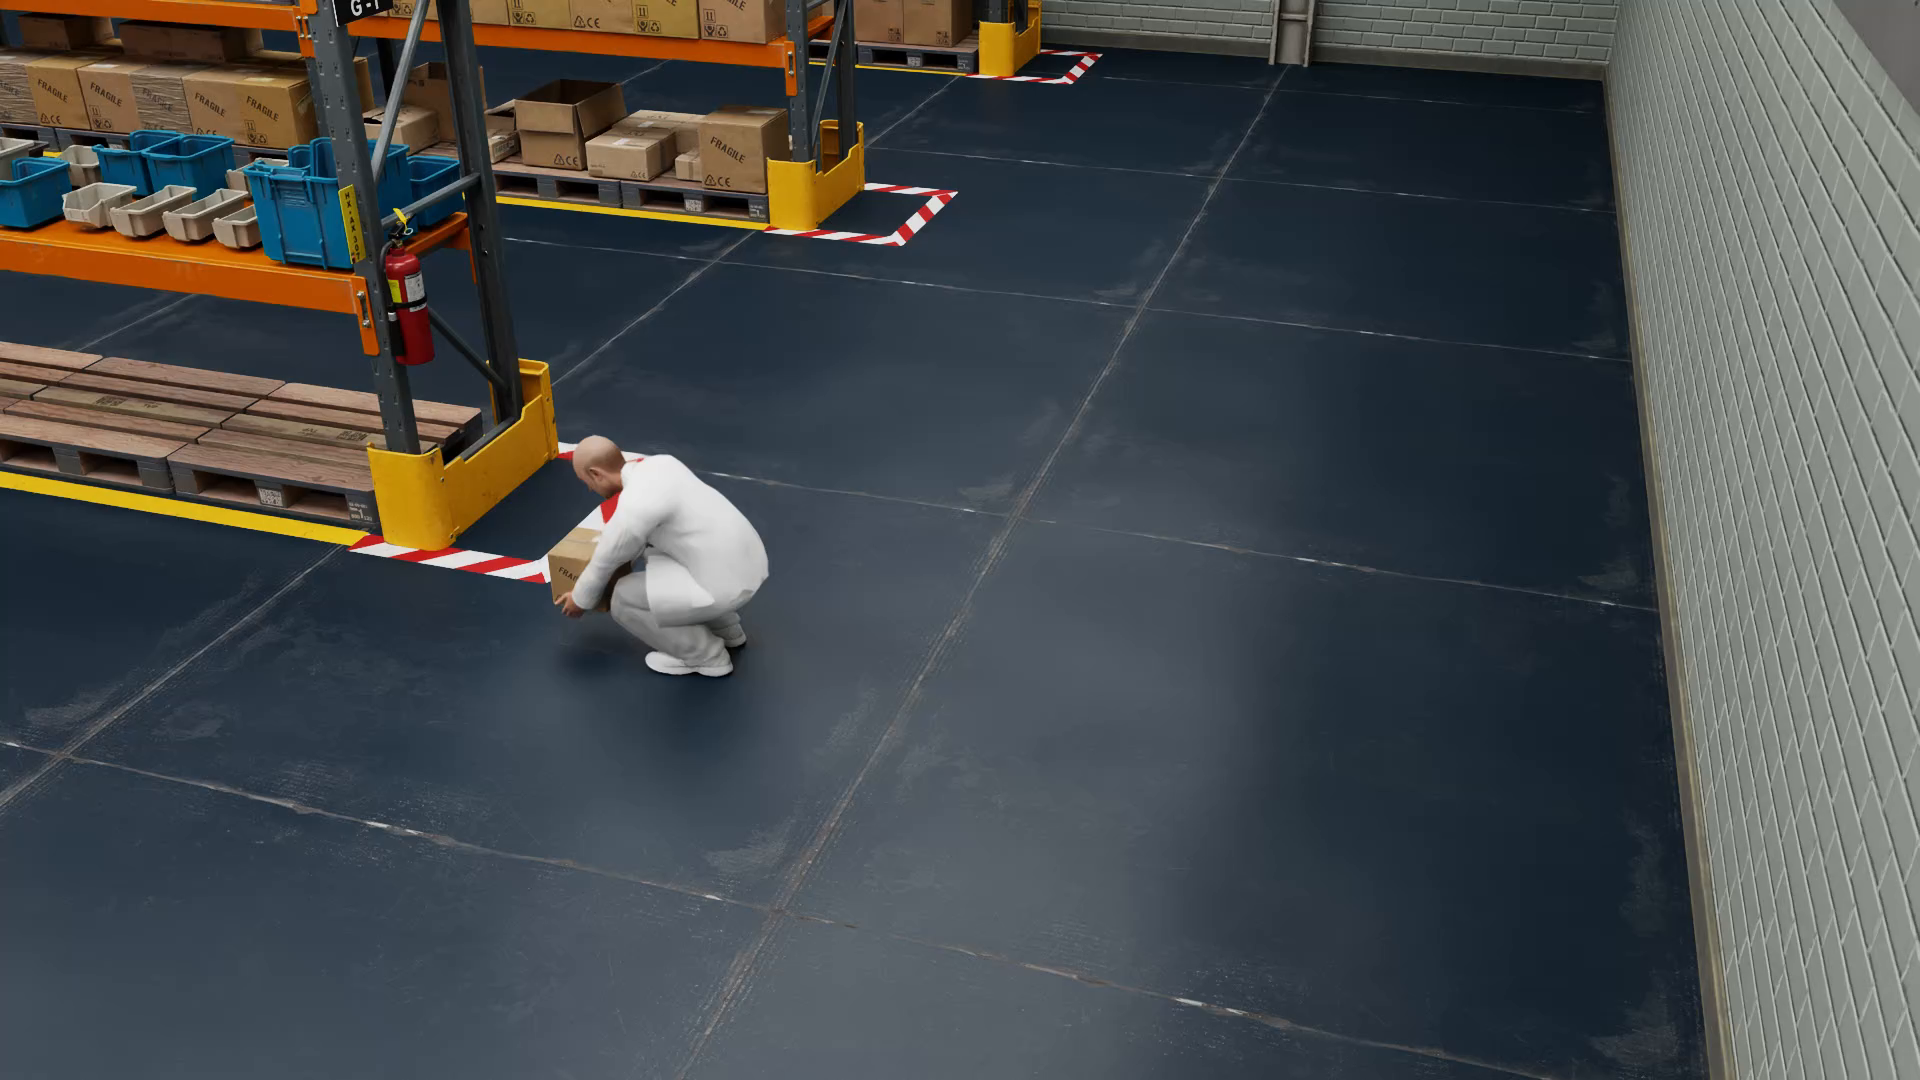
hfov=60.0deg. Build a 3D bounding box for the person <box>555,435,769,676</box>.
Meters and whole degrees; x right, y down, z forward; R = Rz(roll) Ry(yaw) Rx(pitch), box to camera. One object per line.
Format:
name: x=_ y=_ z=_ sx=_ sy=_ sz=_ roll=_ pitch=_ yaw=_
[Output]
person: x=-1.238 y=0.038 z=6.904 sx=0.896 sy=0.982 sz=0.595 roll=8 pitch=30 yaw=15
